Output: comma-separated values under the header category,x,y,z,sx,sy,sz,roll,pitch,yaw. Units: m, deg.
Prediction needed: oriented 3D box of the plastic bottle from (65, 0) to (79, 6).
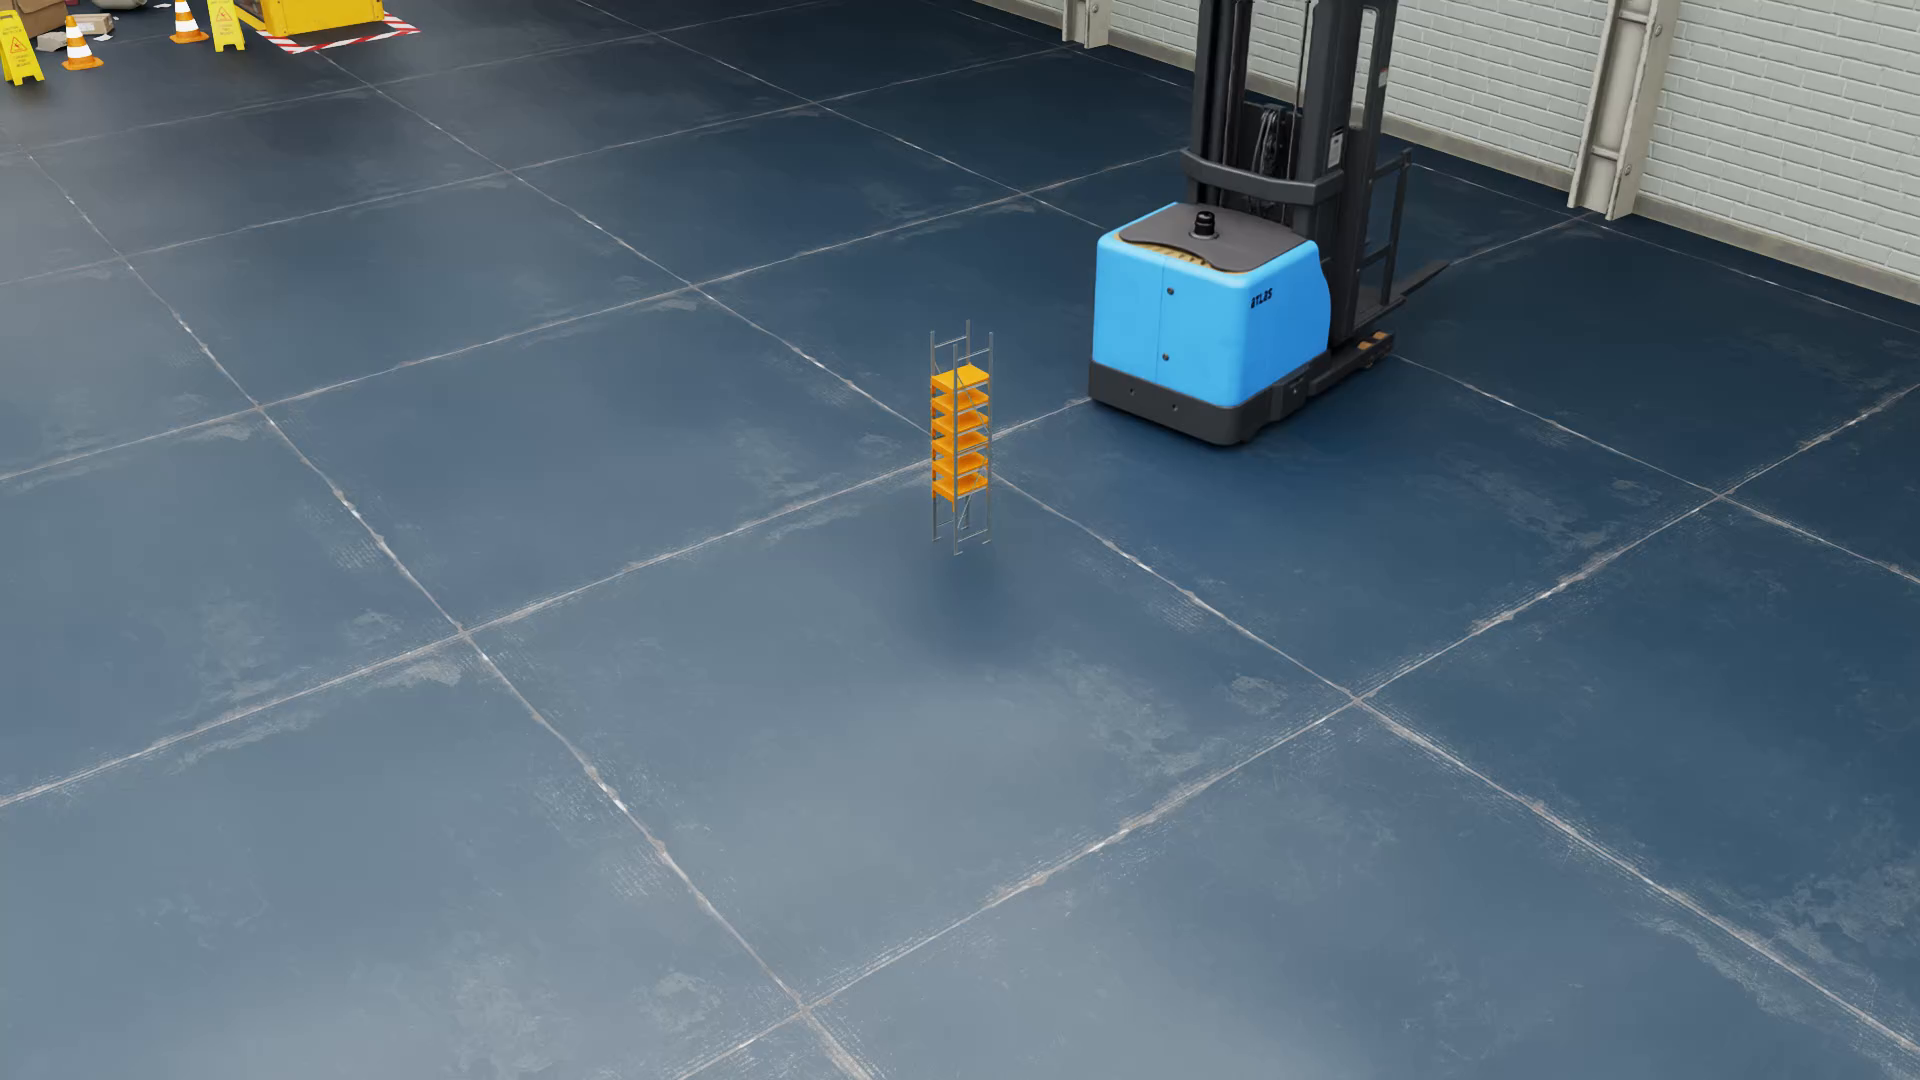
category,x,y,z,sx,sy,sz,roll,pitch,yaw
plastic bottle,-9.746,-5.925,18.232,0.133,0.061,0.283,-16,35,-23

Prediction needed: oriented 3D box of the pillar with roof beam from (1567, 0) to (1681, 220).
category,x,y,z,sx,sy,sz,roll,pitch,yaw
pillar with roof beam,1.559,-4.995,8.263,9.100,9.000,0.400,-22,38,-31

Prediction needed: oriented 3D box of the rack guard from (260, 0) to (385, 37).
category,x,y,z,sx,sy,sz,roll,pitch,yaw
rack guard,-6.650,-5.621,17.326,1.175,0.500,0.348,-22,38,-31

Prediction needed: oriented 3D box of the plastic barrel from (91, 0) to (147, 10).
category,x,y,z,sx,sy,sz,roll,pitch,yaw
plastic barrel,-9.065,-5.927,17.893,0.512,0.421,0.421,1,32,2

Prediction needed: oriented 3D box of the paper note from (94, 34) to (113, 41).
category,x,y,z,sx,sy,sz,roll,pitch,yaw
paper note,-8.755,-5.140,16.996,0.142,0.019,0.148,18,36,27

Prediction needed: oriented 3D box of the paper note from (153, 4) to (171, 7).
category,x,y,z,sx,sy,sz,roll,pitch,yaw
paper note,-8.671,-5.819,18.090,0.148,0.019,0.142,18,36,27

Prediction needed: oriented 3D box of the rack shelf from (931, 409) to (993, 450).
category,x,y,z,sx,sy,sz,roll,pitch,yaw
rack shelf,0.009,-0.568,8.384,0.258,0.103,0.180,-22,38,-31

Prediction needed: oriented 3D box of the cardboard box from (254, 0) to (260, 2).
category,x,y,z,sx,sy,sz,roll,pitch,yaw
cardboard box,-7.326,-5.921,17.649,0.500,0.250,0.500,-22,38,-32

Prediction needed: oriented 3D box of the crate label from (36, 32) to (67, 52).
category,x,y,z,sx,sy,sz,roll,pitch,yaw
crate label,-9.085,-5.003,16.676,0.298,0.136,0.250,12,34,19

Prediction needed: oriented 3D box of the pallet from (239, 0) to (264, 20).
category,x,y,z,sx,sy,sz,roll,pitch,yaw
pallet,-7.120,-5.848,17.966,1.003,0.211,1.213,-22,38,-31

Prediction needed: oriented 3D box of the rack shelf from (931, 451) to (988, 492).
category,x,y,z,sx,sy,sz,roll,pitch,yaw
rack shelf,0.009,-0.364,8.510,0.258,0.103,0.180,-22,38,-31

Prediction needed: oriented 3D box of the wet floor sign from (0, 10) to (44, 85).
category,x,y,z,sx,sy,sz,roll,pitch,yaw
wet floor sign,-8.869,-4.636,15.602,0.232,0.644,0.267,26,40,35

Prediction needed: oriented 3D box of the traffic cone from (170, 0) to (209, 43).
category,x,y,z,sx,sy,sz,roll,pitch,yaw
traffic cone,-7.886,-5.335,16.901,0.336,0.463,0.334,-22,38,-31

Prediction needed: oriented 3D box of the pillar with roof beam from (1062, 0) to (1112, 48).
category,x,y,z,sx,sy,sz,roll,pitch,yaw
pillar with roof beam,-2.121,-7.495,12.289,9.100,9.000,0.400,-22,38,-31

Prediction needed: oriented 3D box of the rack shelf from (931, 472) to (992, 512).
category,x,y,z,sx,sy,sz,roll,pitch,yaw
rack shelf,0.009,-0.262,8.574,0.258,0.103,0.180,-22,38,-31

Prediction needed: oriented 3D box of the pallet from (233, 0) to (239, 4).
category,x,y,z,sx,sy,sz,roll,pitch,yaw
pallet,-7.864,-6.356,18.784,1.003,0.211,1.213,-22,38,-31

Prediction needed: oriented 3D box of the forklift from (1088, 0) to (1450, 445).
category,x,y,z,sx,sy,sz,roll,pitch,yaw
forklift,2.120,-2.484,9.972,1.130,2.935,3.031,25,39,34

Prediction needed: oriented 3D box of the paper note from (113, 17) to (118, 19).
category,x,y,z,sx,sy,sz,roll,pitch,yaw
paper note,-8.972,-5.546,17.670,0.032,0.001,0.123,-22,38,-31

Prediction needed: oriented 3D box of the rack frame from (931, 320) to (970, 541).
category,x,y,z,sx,sy,sz,roll,pitch,yaw
rack frame,-0.047,-0.542,8.485,0.240,1.200,0.006,-22,38,-31

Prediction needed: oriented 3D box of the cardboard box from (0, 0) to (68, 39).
category,x,y,z,sx,sy,sz,roll,pitch,yaw
cardboard box,-9.680,-5.503,17.134,0.637,0.503,0.797,6,32,10

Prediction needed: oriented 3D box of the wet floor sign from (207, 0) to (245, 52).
category,x,y,z,sx,sy,sz,roll,pitch,yaw
wet floor sign,-7.332,-5.225,16.552,0.267,0.644,0.232,-10,33,-15

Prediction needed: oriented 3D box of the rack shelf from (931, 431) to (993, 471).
category,x,y,z,sx,sy,sz,roll,pitch,yaw
rack shelf,0.009,-0.466,8.447,0.258,0.103,0.180,-22,38,-31

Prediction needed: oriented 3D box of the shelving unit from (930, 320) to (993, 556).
category,x,y,z,sx,sy,sz,roll,pitch,yaw
shelving unit,0.009,-0.504,8.424,0.258,1.200,0.189,-22,38,-31

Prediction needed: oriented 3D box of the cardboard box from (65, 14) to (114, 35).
category,x,y,z,sx,sy,sz,roll,pitch,yaw
cardboard box,-9.002,-5.332,17.194,0.380,0.149,0.250,-4,32,-7

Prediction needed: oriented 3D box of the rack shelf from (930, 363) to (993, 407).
category,x,y,z,sx,sy,sz,roll,pitch,yaw
rack shelf,0.009,-0.772,8.257,0.258,0.103,0.180,-22,38,-31

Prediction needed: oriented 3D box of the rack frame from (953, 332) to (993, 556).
category,x,y,z,sx,sy,sz,roll,pitch,yaw
rack frame,0.065,-0.466,8.362,0.240,1.200,0.006,-22,38,-31

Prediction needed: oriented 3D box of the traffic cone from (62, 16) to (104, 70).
category,x,y,z,sx,sy,sz,roll,pitch,yaw
traffic cone,-8.554,-4.834,16.095,0.336,0.463,0.334,-22,38,-31

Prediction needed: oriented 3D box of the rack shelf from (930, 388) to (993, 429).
category,x,y,z,sx,sy,sz,roll,pitch,yaw
rack shelf,0.009,-0.670,8.321,0.258,0.103,0.180,-22,38,-31
